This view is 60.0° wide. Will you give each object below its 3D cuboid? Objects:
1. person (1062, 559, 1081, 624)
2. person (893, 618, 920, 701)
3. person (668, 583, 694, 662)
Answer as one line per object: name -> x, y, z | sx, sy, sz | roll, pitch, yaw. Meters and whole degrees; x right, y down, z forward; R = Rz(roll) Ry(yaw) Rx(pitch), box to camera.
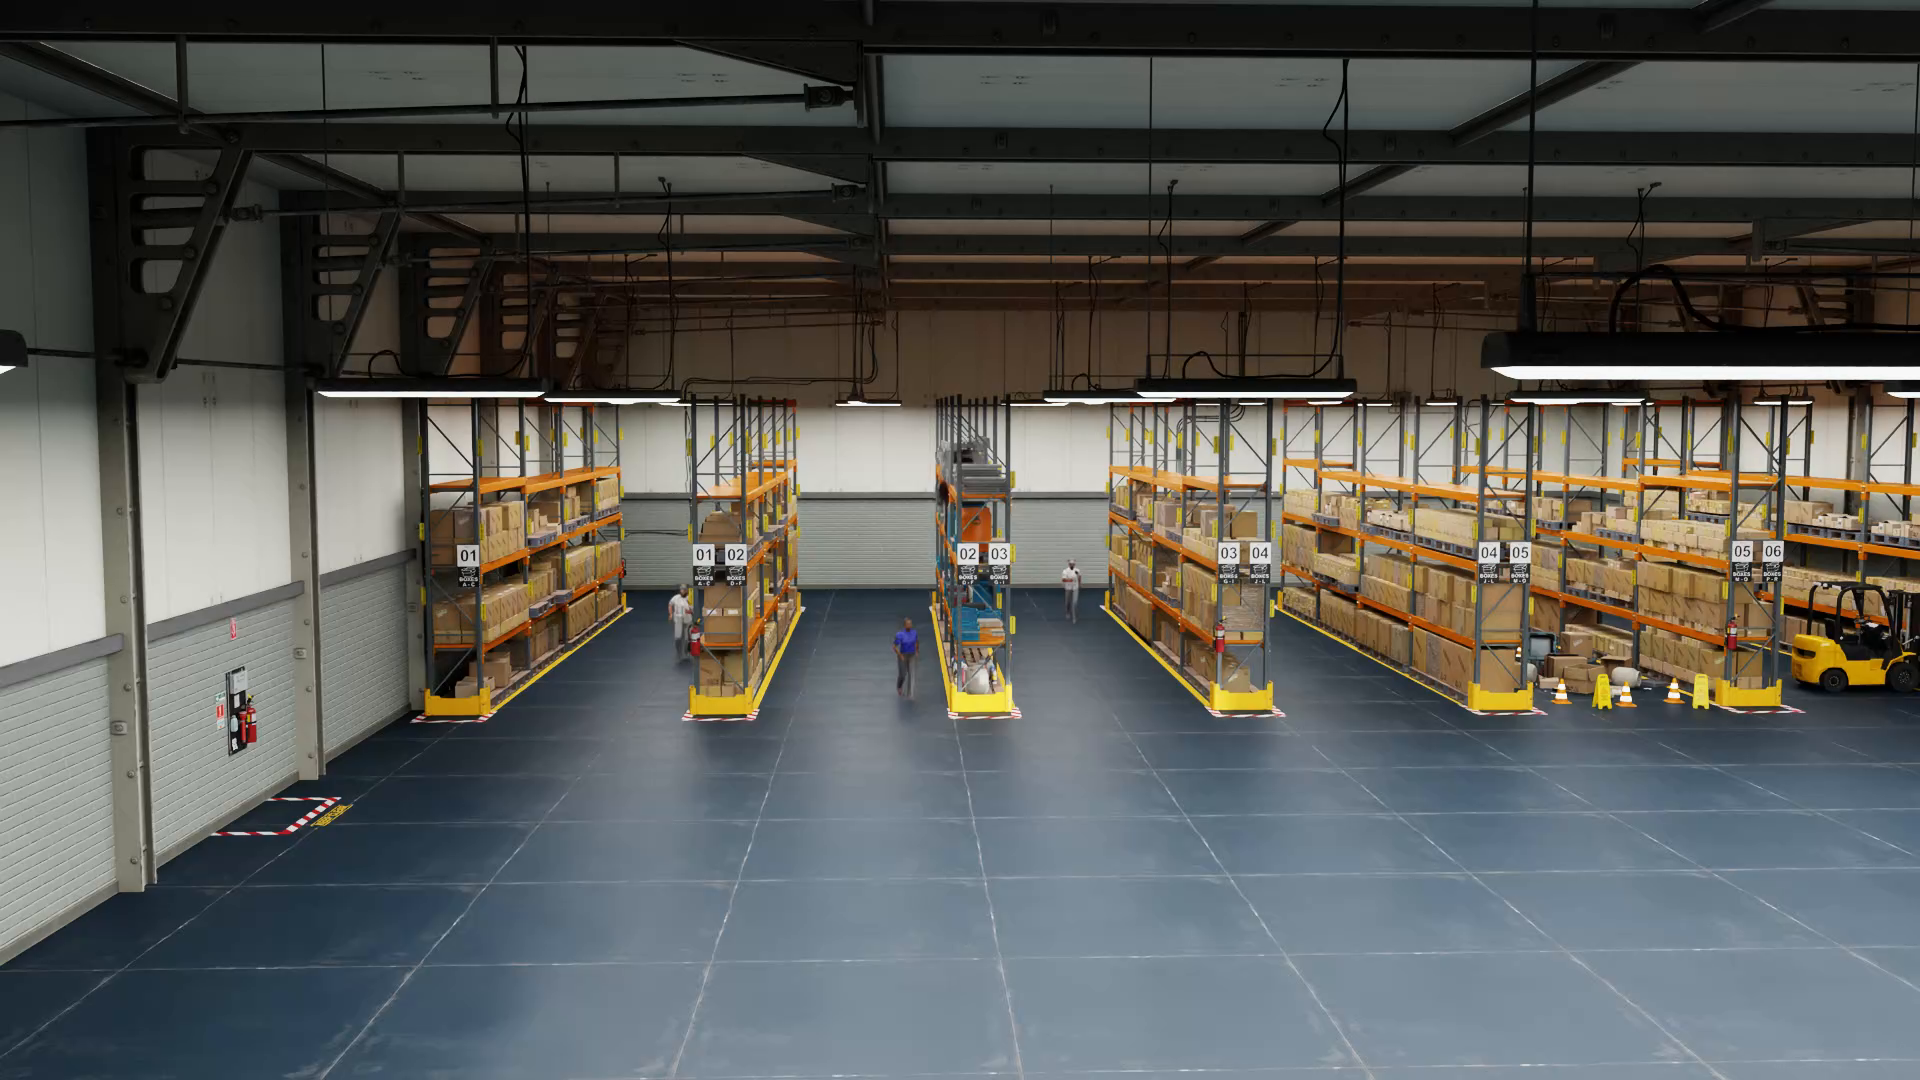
person -> 2.998, 1.356, 44.709 | 0.553, 1.735, 0.862 | 0, 4, -2
person -> -1.057, 2.317, 32.632 | 0.555, 1.617, 0.935 | -1, 5, -15
person -> -6.291, 1.879, 37.742 | 0.657, 1.820, 0.734 | -1, 5, -8
